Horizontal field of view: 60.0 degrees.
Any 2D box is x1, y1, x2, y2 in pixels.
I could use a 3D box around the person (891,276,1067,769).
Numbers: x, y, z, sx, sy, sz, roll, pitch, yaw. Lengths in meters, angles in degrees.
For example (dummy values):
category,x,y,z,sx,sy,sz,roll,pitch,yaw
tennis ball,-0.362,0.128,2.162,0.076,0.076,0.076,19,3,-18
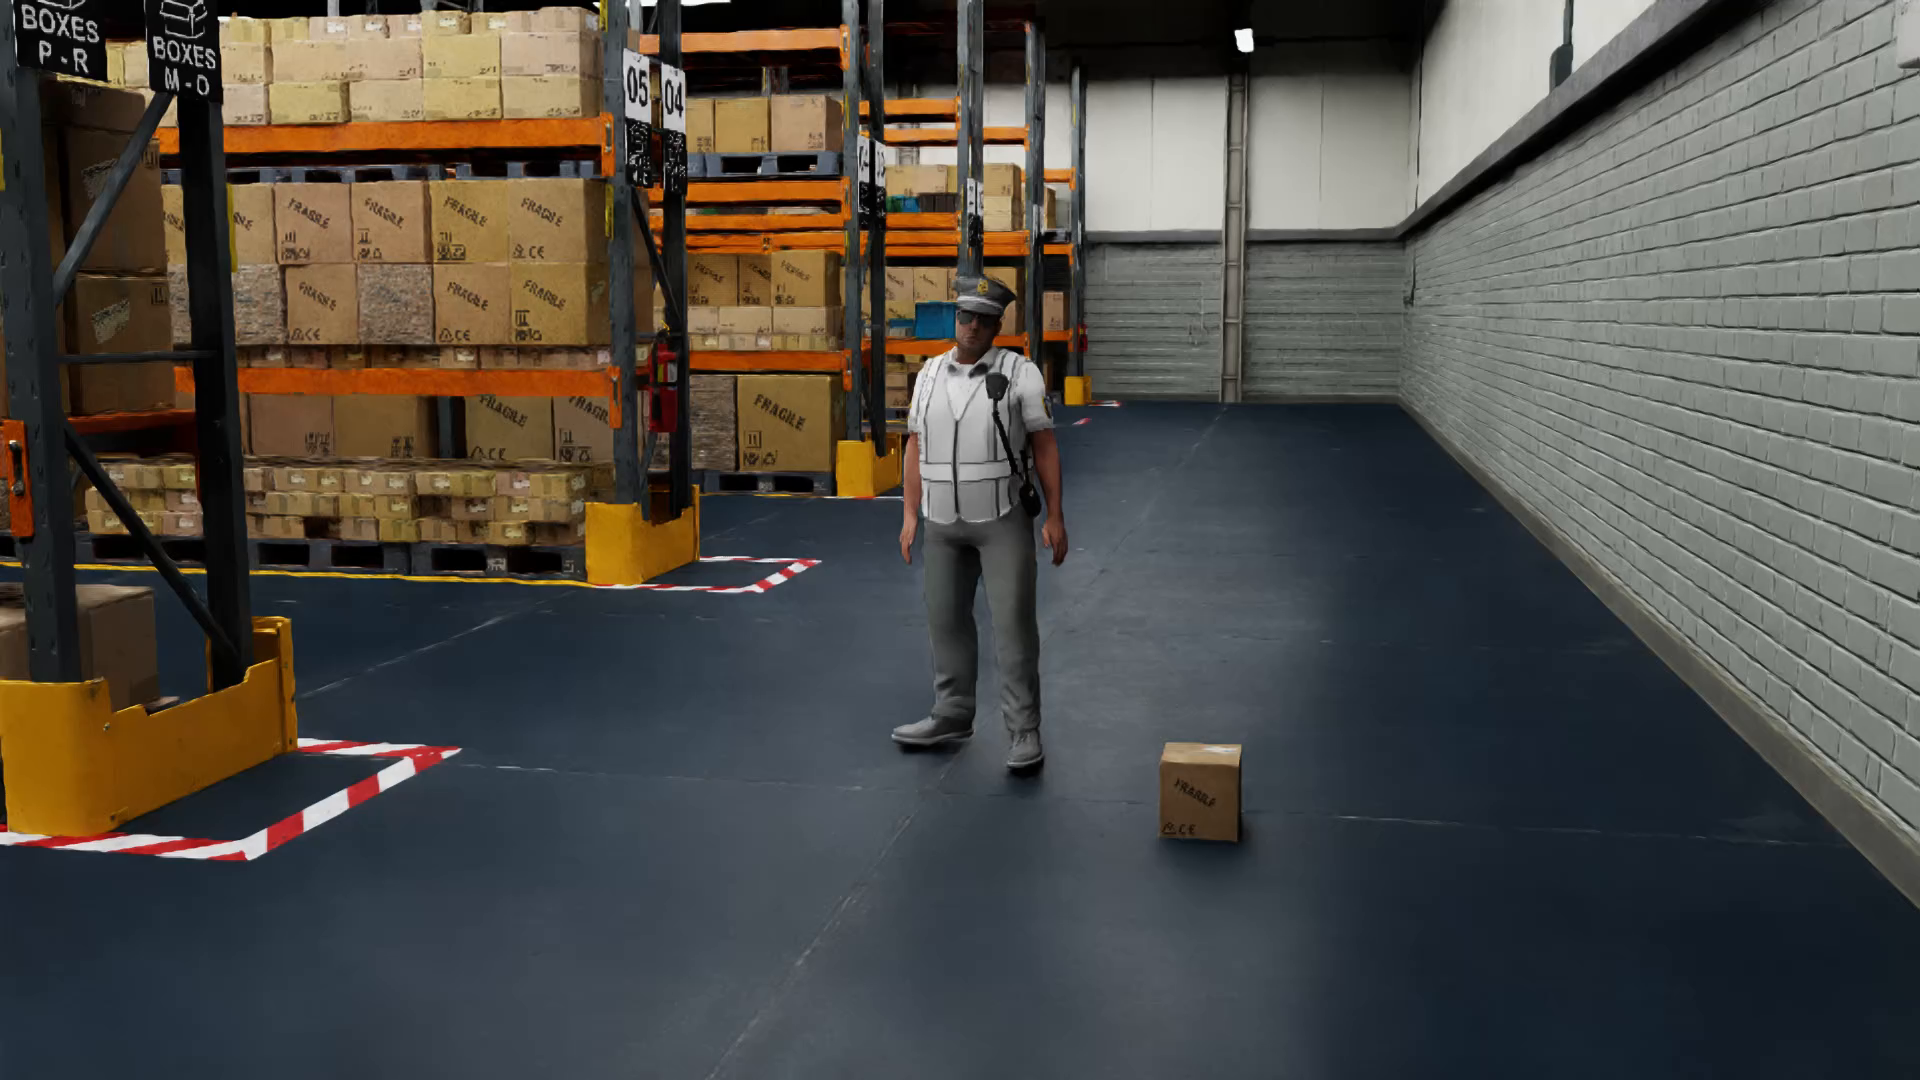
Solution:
category,x,y,z,sx,sy,sz,roll,pitch,yaw
person,0.060,-0.078,6.148,0.691,1.770,0.398,4,9,25
